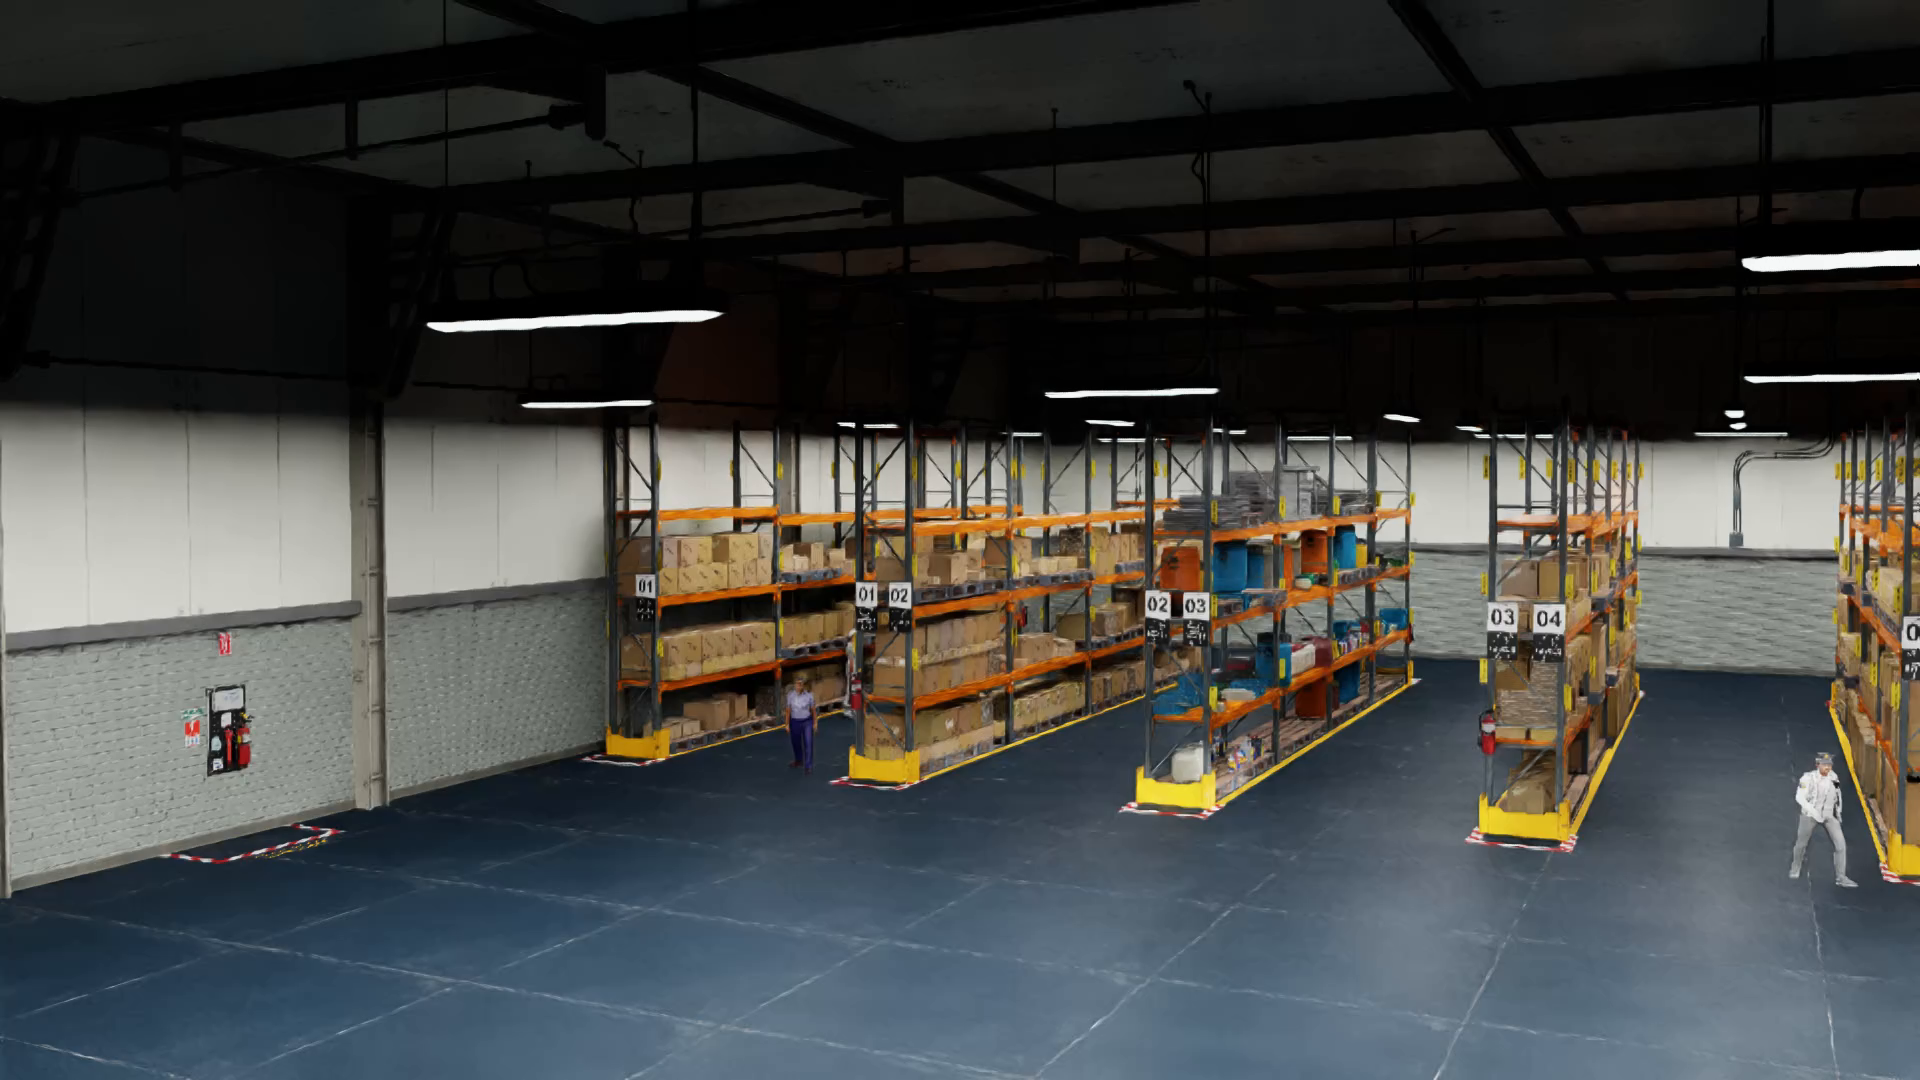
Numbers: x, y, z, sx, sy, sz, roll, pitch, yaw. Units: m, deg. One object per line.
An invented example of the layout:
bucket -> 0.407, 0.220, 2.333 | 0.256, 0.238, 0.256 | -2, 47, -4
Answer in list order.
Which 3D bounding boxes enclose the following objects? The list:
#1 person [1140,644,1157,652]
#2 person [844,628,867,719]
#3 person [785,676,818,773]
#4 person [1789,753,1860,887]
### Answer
person -> 5.179, 2.243, 44.959 | 0.604, 1.745, 0.570 | -1, 2, -12
person -> -2.106, 2.675, 33.520 | 0.464, 1.789, 0.626 | 0, 2, -1
person -> -2.639, 3.044, 27.617 | 0.517, 1.587, 0.941 | 0, 2, 4
person -> 10.418, 3.340, 20.119 | 0.642, 1.609, 0.807 | 0, 2, 7
